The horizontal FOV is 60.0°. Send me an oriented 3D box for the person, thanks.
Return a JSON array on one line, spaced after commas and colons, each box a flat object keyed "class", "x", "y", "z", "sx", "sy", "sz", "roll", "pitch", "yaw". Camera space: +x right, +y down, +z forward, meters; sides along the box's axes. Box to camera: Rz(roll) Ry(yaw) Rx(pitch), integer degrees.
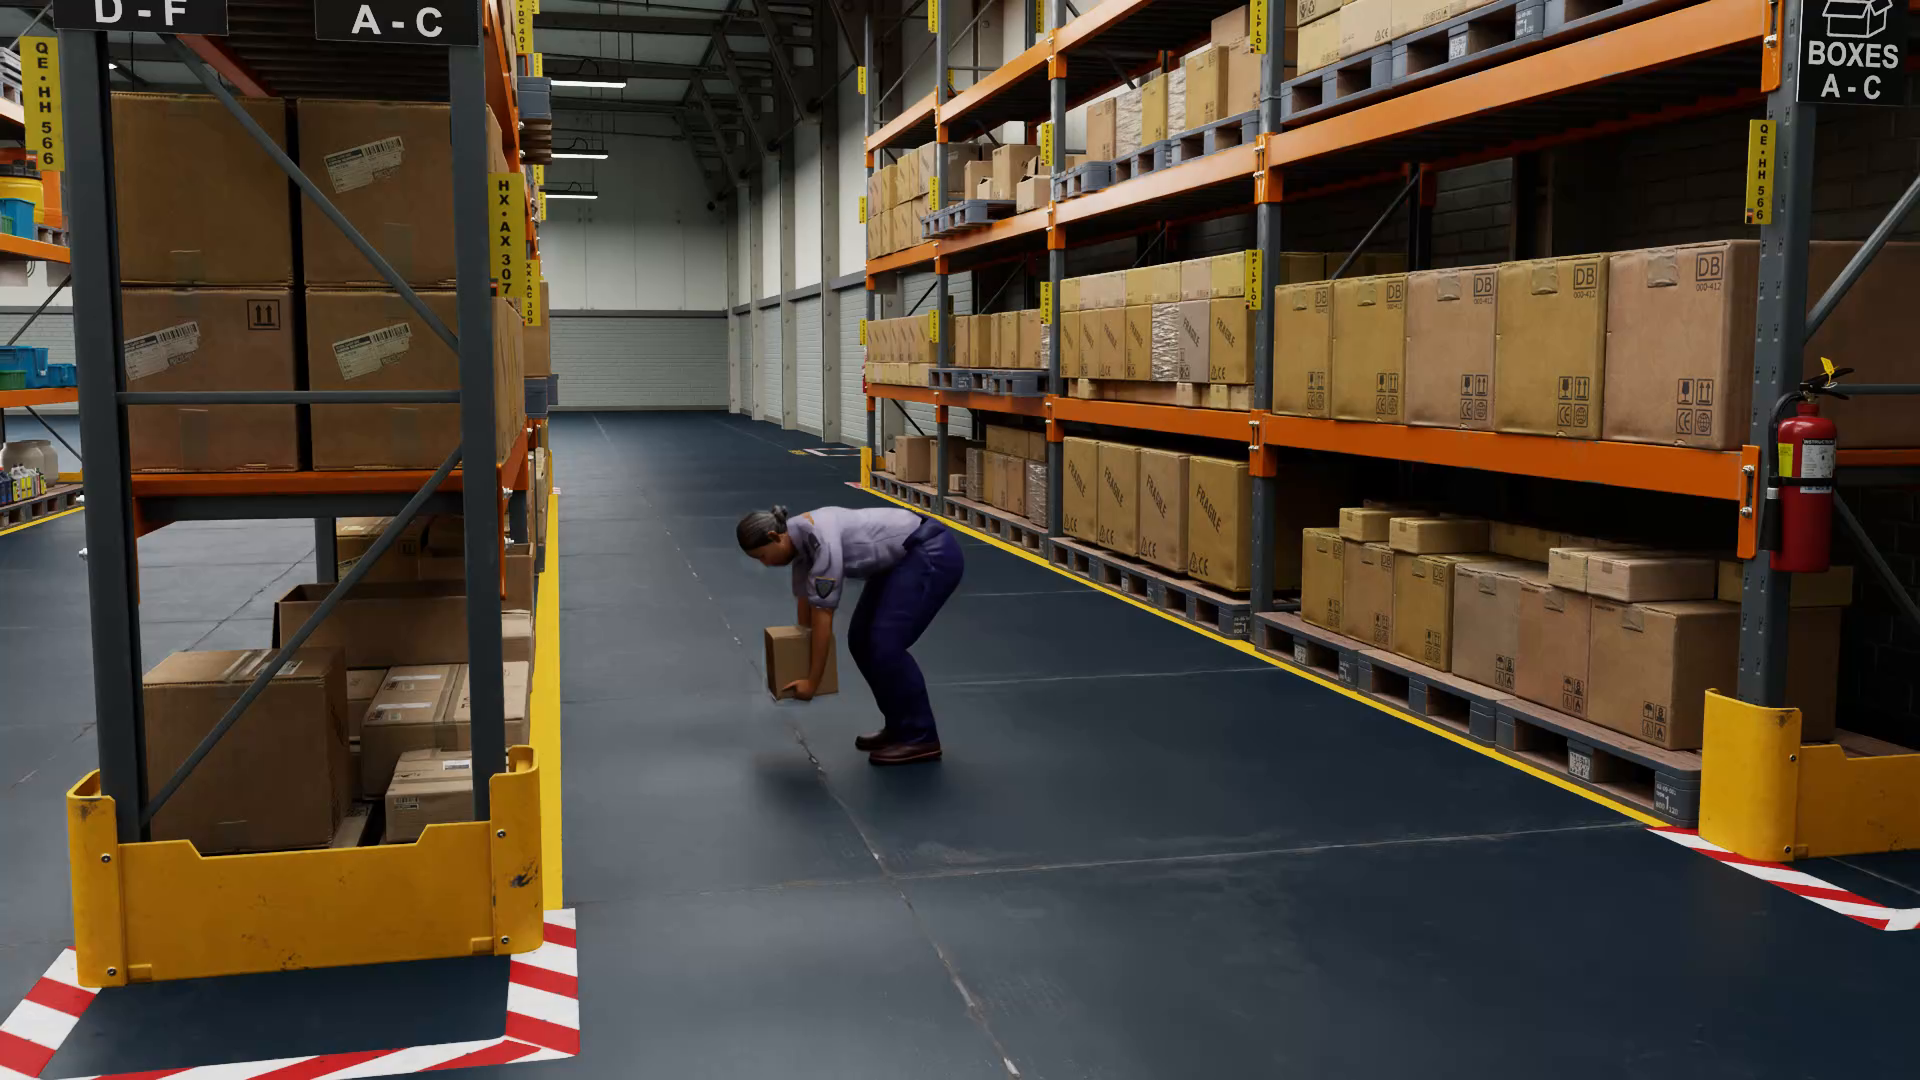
[{"class": "person", "x": -0.443, "y": 0.368, "z": 6.718, "sx": 0.907, "sy": 1.037, "sz": 0.478, "roll": -2, "pitch": 6, "yaw": -16}]
